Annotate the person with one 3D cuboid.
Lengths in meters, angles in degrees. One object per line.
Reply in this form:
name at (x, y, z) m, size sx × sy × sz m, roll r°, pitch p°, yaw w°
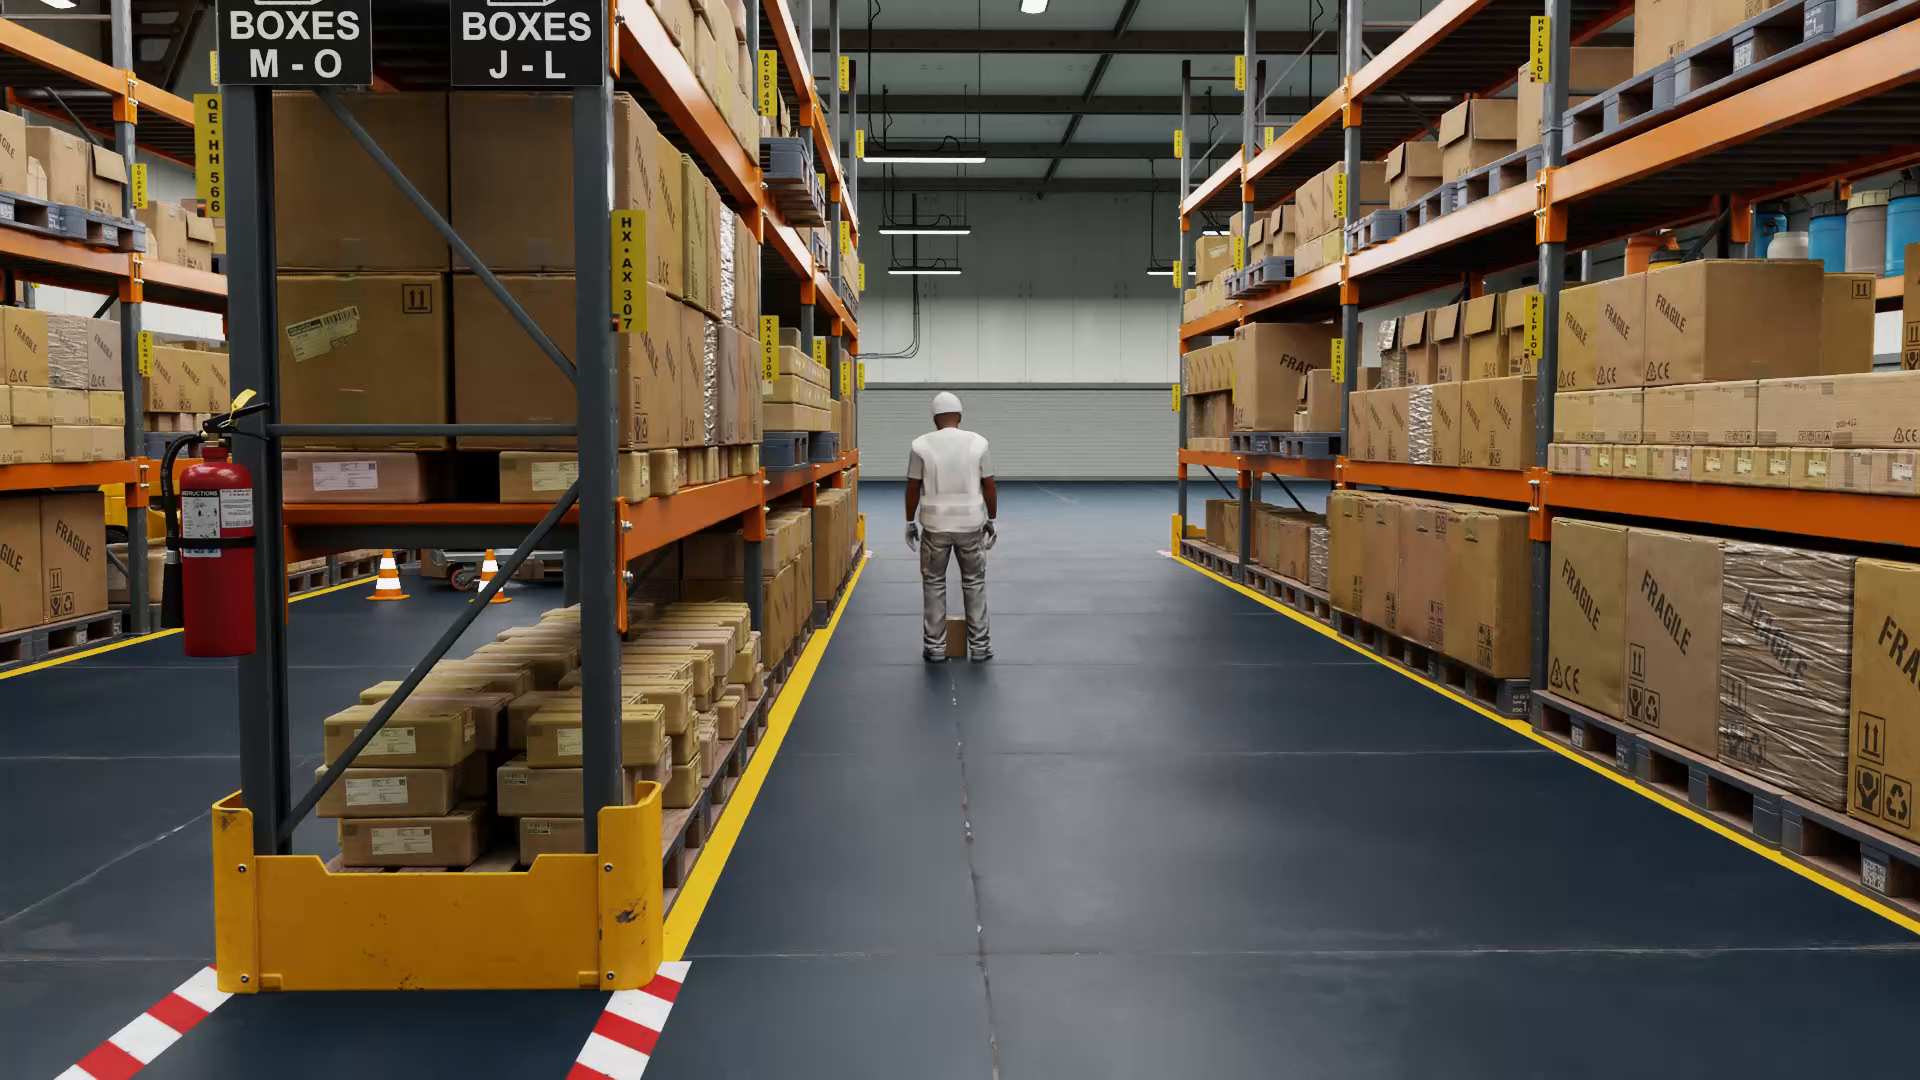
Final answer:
person at (-0.055, -0.093, 11.022) m, size 0.630 × 1.776 × 0.443 m, roll 0°, pitch 4°, yaw -5°
